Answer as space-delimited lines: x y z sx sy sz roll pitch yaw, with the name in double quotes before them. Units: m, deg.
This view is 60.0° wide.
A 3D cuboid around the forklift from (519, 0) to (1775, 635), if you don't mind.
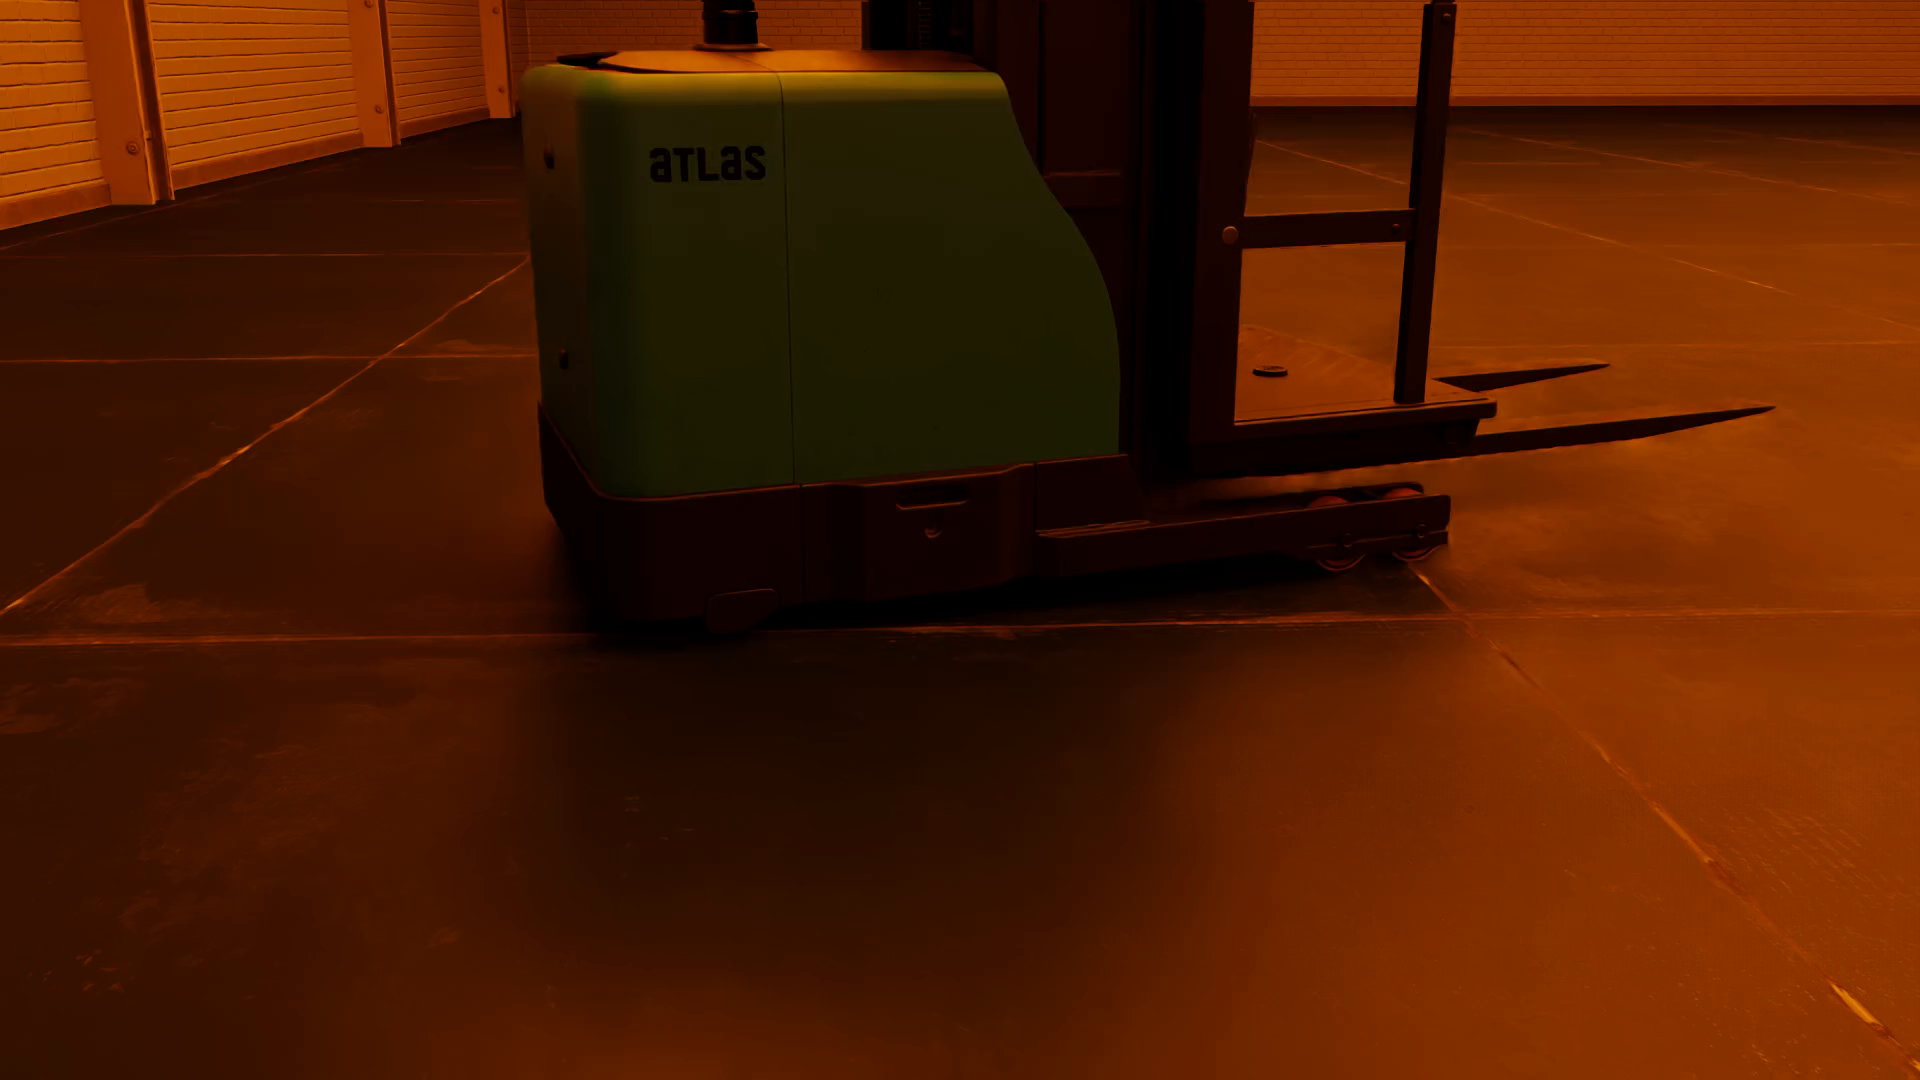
"forklift" 0.571 -1.469 3.709 3.031 2.935 1.130 -6 18 -20
